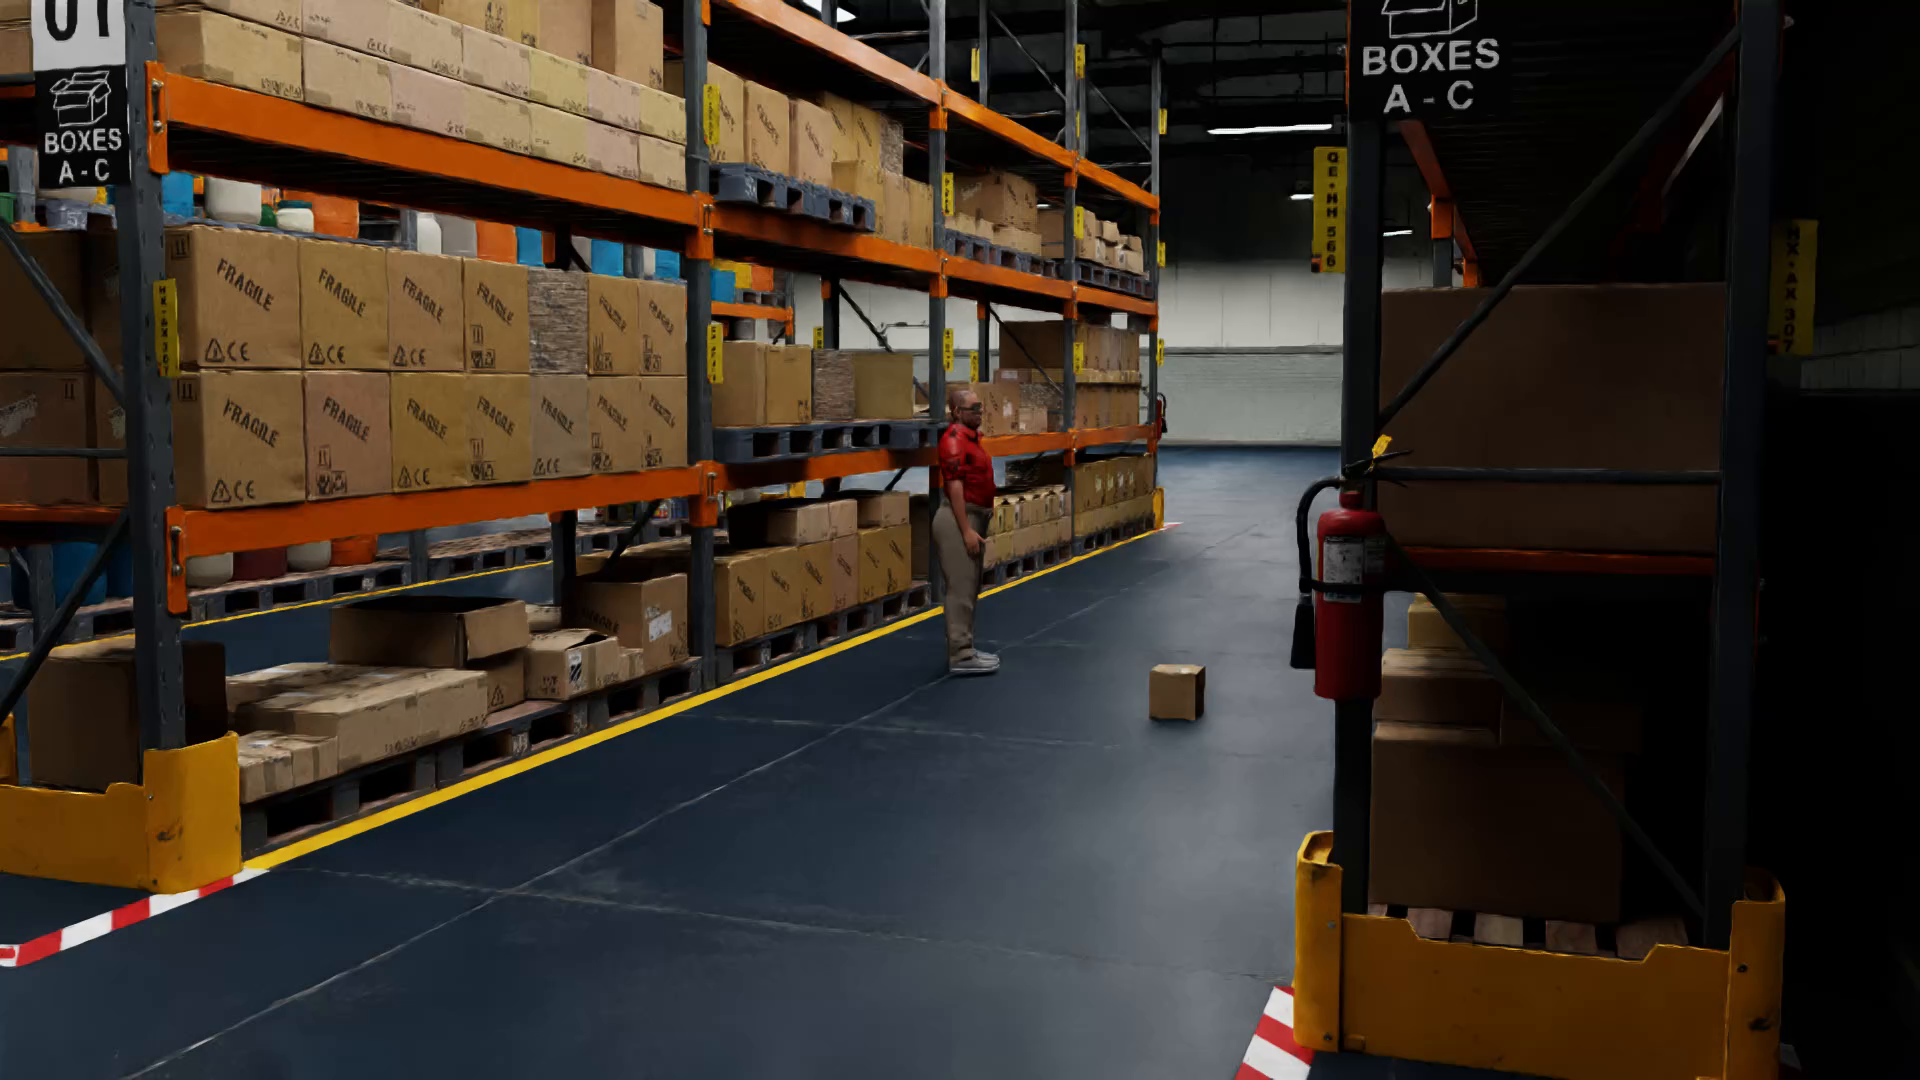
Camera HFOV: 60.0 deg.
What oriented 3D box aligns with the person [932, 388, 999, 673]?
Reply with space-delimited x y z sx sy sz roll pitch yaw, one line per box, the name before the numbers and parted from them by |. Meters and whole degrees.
person | 0.050 -0.063 10.161 0.402 1.726 0.559 1 5 12
